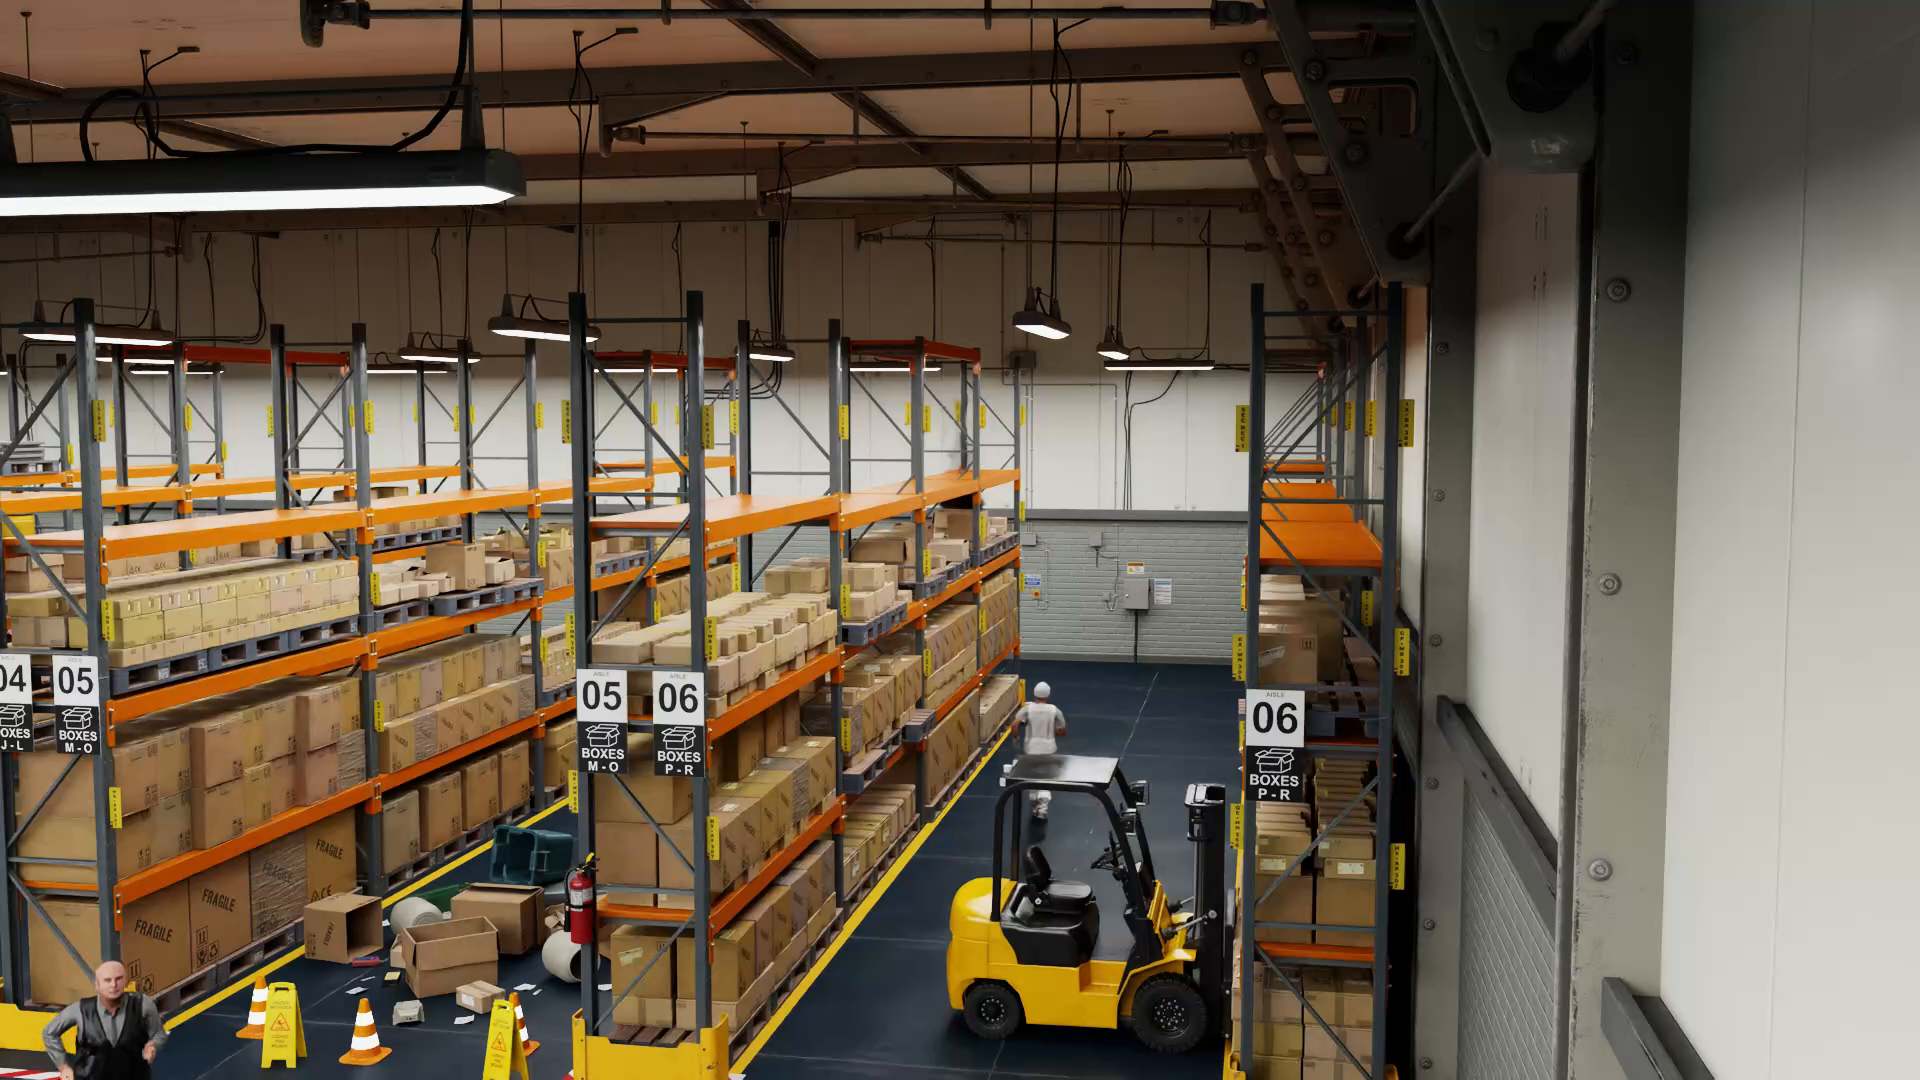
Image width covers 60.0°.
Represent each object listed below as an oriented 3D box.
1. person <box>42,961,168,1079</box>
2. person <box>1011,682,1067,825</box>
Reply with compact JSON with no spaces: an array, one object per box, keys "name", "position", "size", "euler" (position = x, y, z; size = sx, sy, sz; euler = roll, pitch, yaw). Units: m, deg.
[{"name":"person","position":[-5.336,3.491,10.451],"size":[0.672,1.734,0.820],"euler":[-4,6,-39]},{"name":"person","position":[0.980,2.623,20.403],"size":[0.667,1.790,1.002],"euler":[1,5,8]}]
